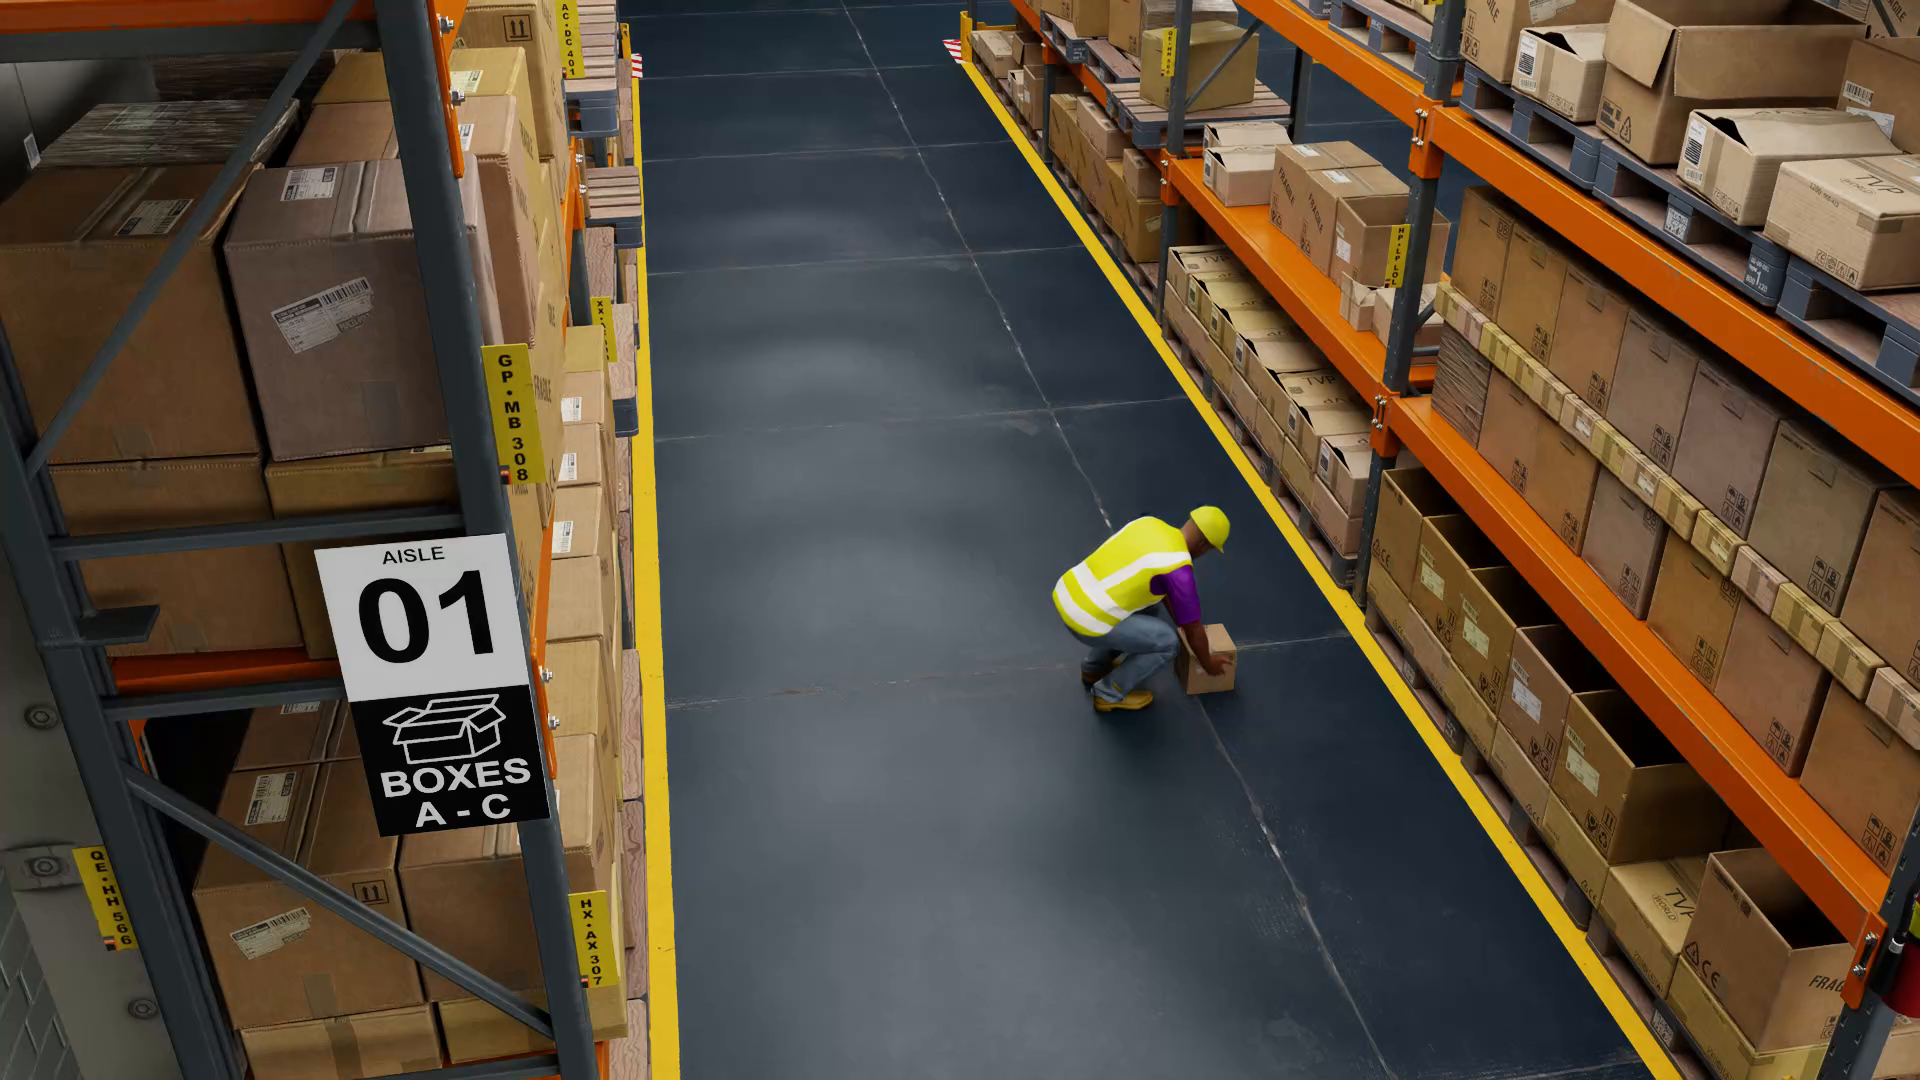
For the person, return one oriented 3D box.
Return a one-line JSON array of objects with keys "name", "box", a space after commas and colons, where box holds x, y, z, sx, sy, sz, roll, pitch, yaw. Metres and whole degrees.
[{"name": "person", "box": [0.905, 0.311, 8.351, 0.891, 0.995, 0.584, -5, 31, -9]}]
